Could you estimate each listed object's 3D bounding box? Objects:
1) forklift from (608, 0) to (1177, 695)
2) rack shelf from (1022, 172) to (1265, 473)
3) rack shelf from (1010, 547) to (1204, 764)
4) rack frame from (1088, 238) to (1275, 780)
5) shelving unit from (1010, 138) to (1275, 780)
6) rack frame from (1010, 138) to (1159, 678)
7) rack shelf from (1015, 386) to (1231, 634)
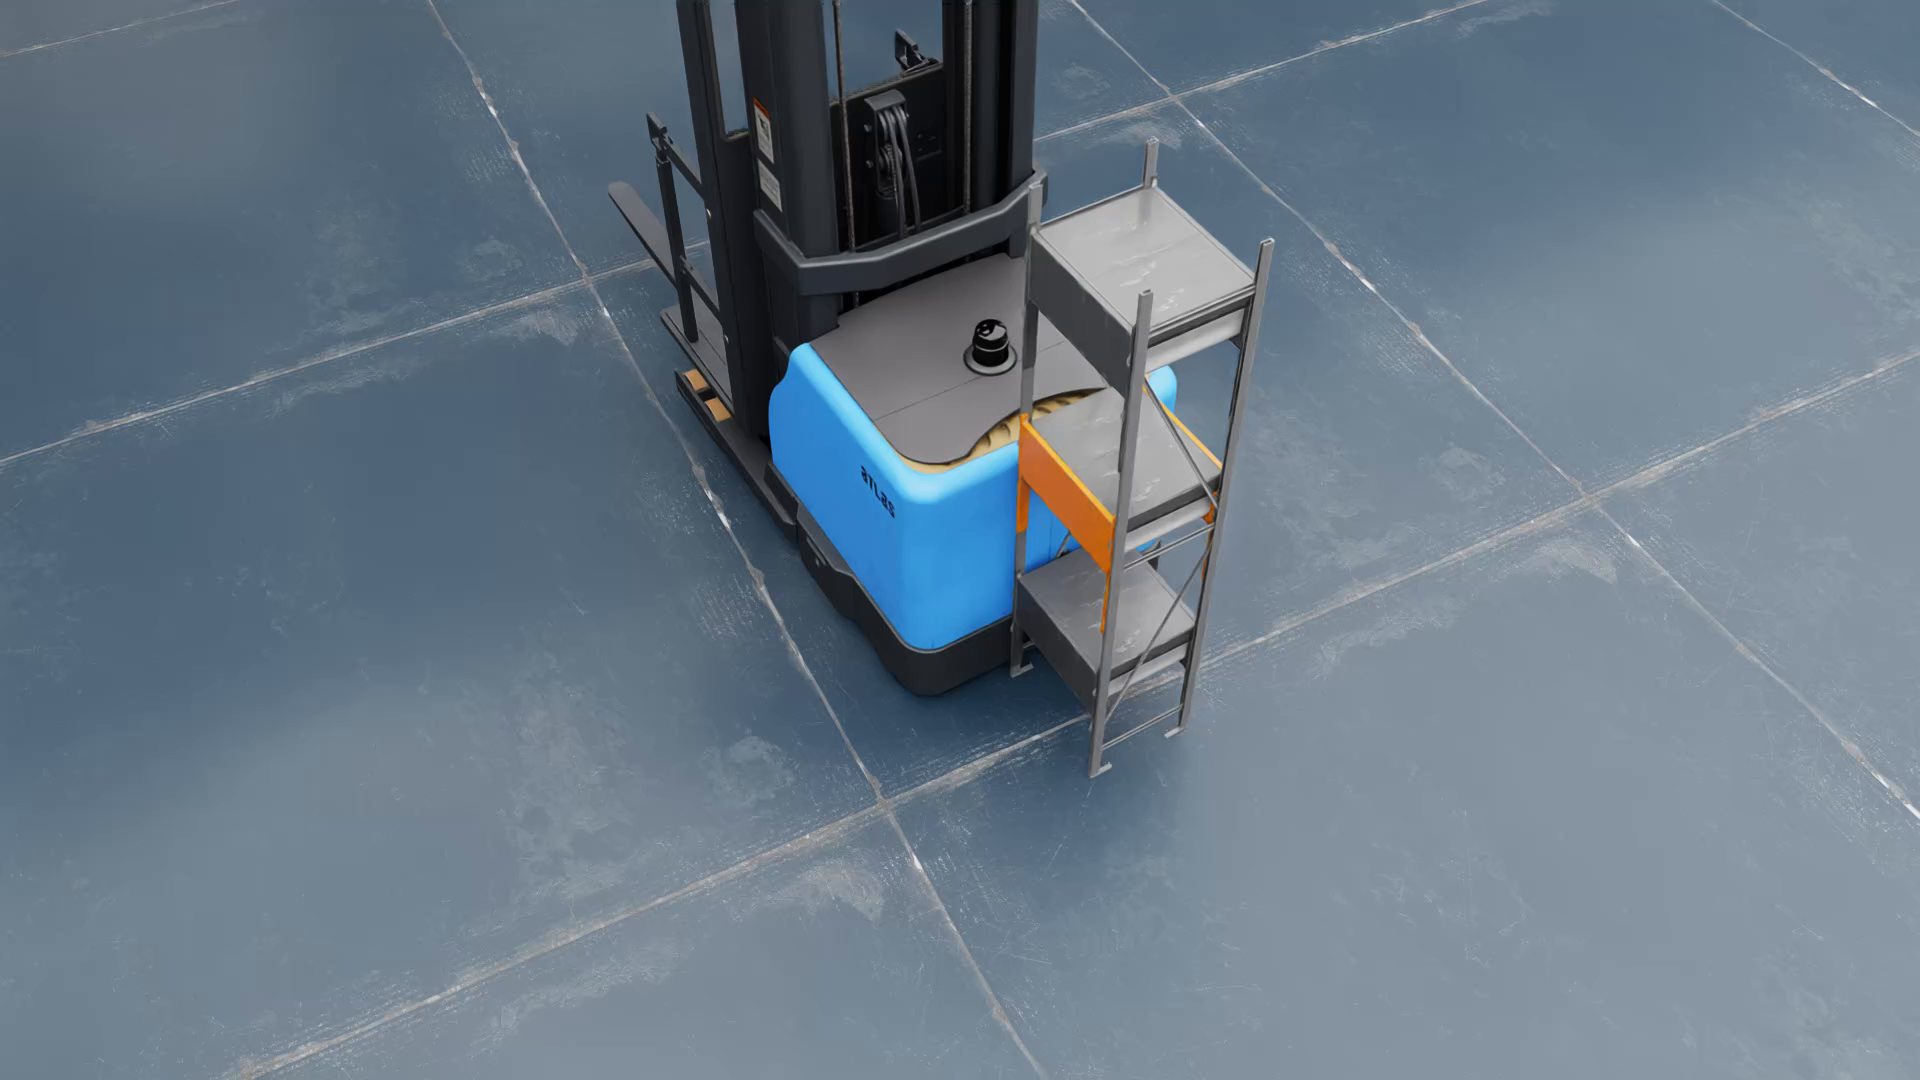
[{"bbox_3d":[-0.481,-1.535,5.645,1.130,2.935,3.031,-24,53,-20],"label":"forklift"},{"bbox_3d":[0.476,-0.583,4.453,0.431,0.518,0.480,-24,53,-20],"label":"rack shelf"},{"bbox_3d":[0.476,0.338,5.507,0.431,0.518,0.480,-24,53,-20],"label":"rack shelf"},{"bbox_3d":[0.603,0.026,4.833,0.400,2.100,0.015,-24,53,-20],"label":"rack frame"},{"bbox_3d":[0.476,-0.132,4.970,0.431,2.100,0.503,-24,53,-20],"label":"shelving unit"},{"bbox_3d":[0.350,-0.289,5.108,0.400,2.100,0.015,-24,53,-20],"label":"rack frame"},{"bbox_3d":[0.476,-0.123,4.980,0.431,0.518,0.480,-24,53,-20],"label":"rack shelf"}]
